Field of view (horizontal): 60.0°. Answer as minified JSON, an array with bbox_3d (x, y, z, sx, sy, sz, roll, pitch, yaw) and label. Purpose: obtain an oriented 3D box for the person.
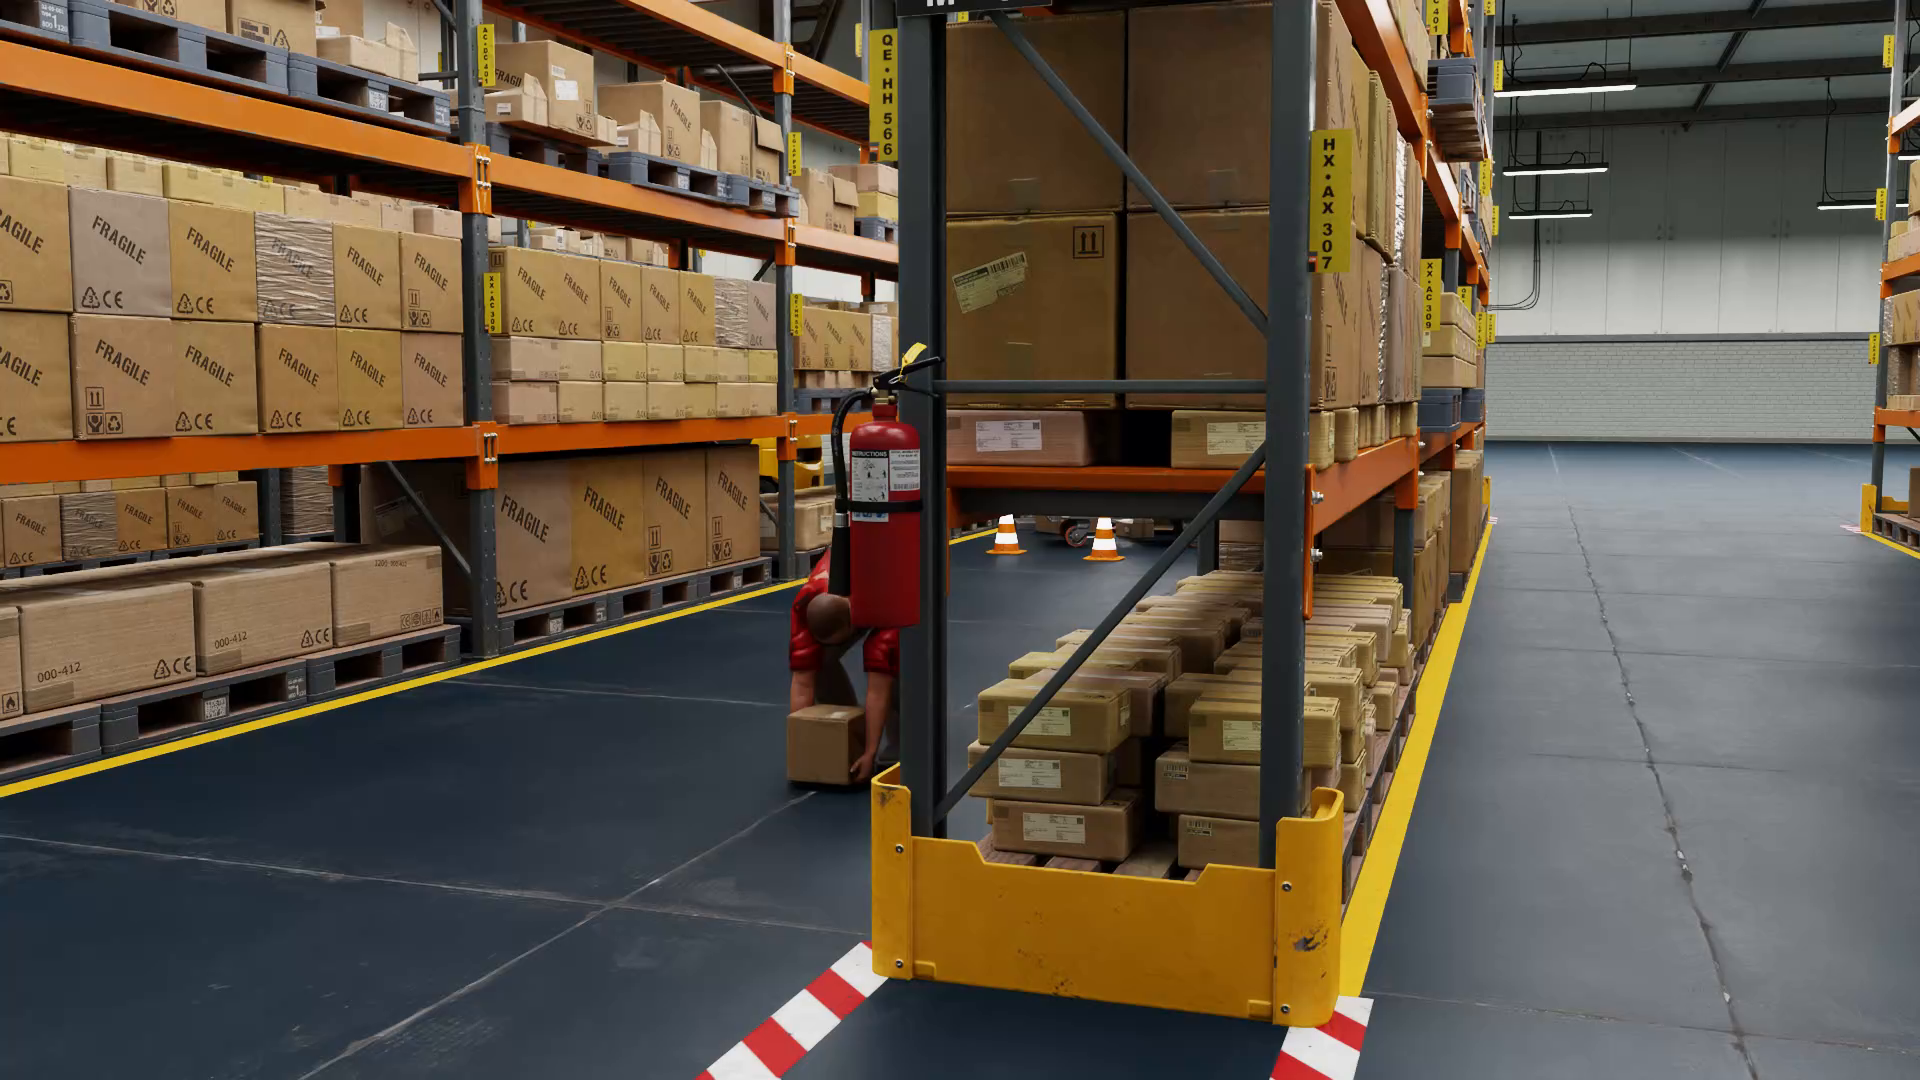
[{"bbox_3d":[-0.405,0.456,6.602,0.526,0.908,0.956,1,5,15],"label":"person"}]
